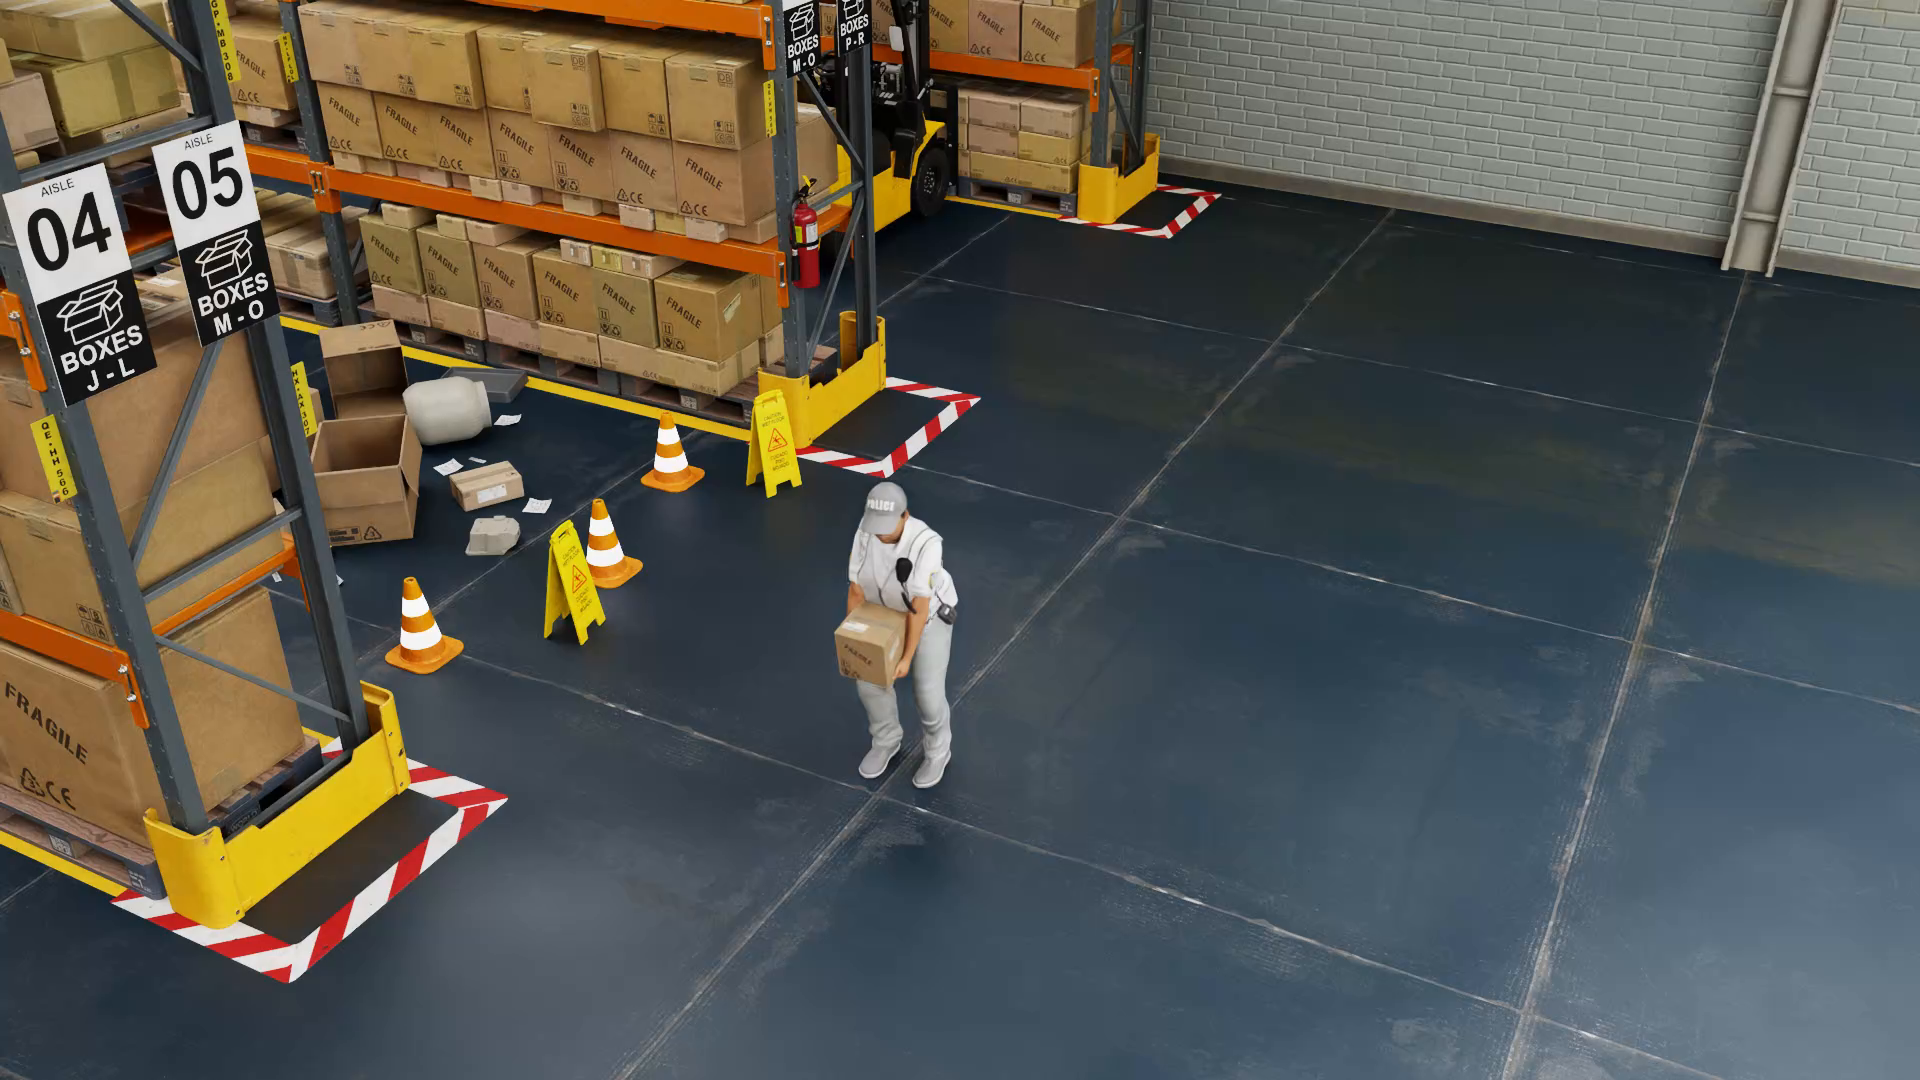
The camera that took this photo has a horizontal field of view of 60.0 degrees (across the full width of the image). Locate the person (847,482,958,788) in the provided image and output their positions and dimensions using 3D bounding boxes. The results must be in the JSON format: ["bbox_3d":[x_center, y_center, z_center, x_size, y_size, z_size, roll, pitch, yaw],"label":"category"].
[{"bbox_3d":[-0.274,0.411,7.629,0.452,1.623,0.593,14,33,22],"label":"person"}]
